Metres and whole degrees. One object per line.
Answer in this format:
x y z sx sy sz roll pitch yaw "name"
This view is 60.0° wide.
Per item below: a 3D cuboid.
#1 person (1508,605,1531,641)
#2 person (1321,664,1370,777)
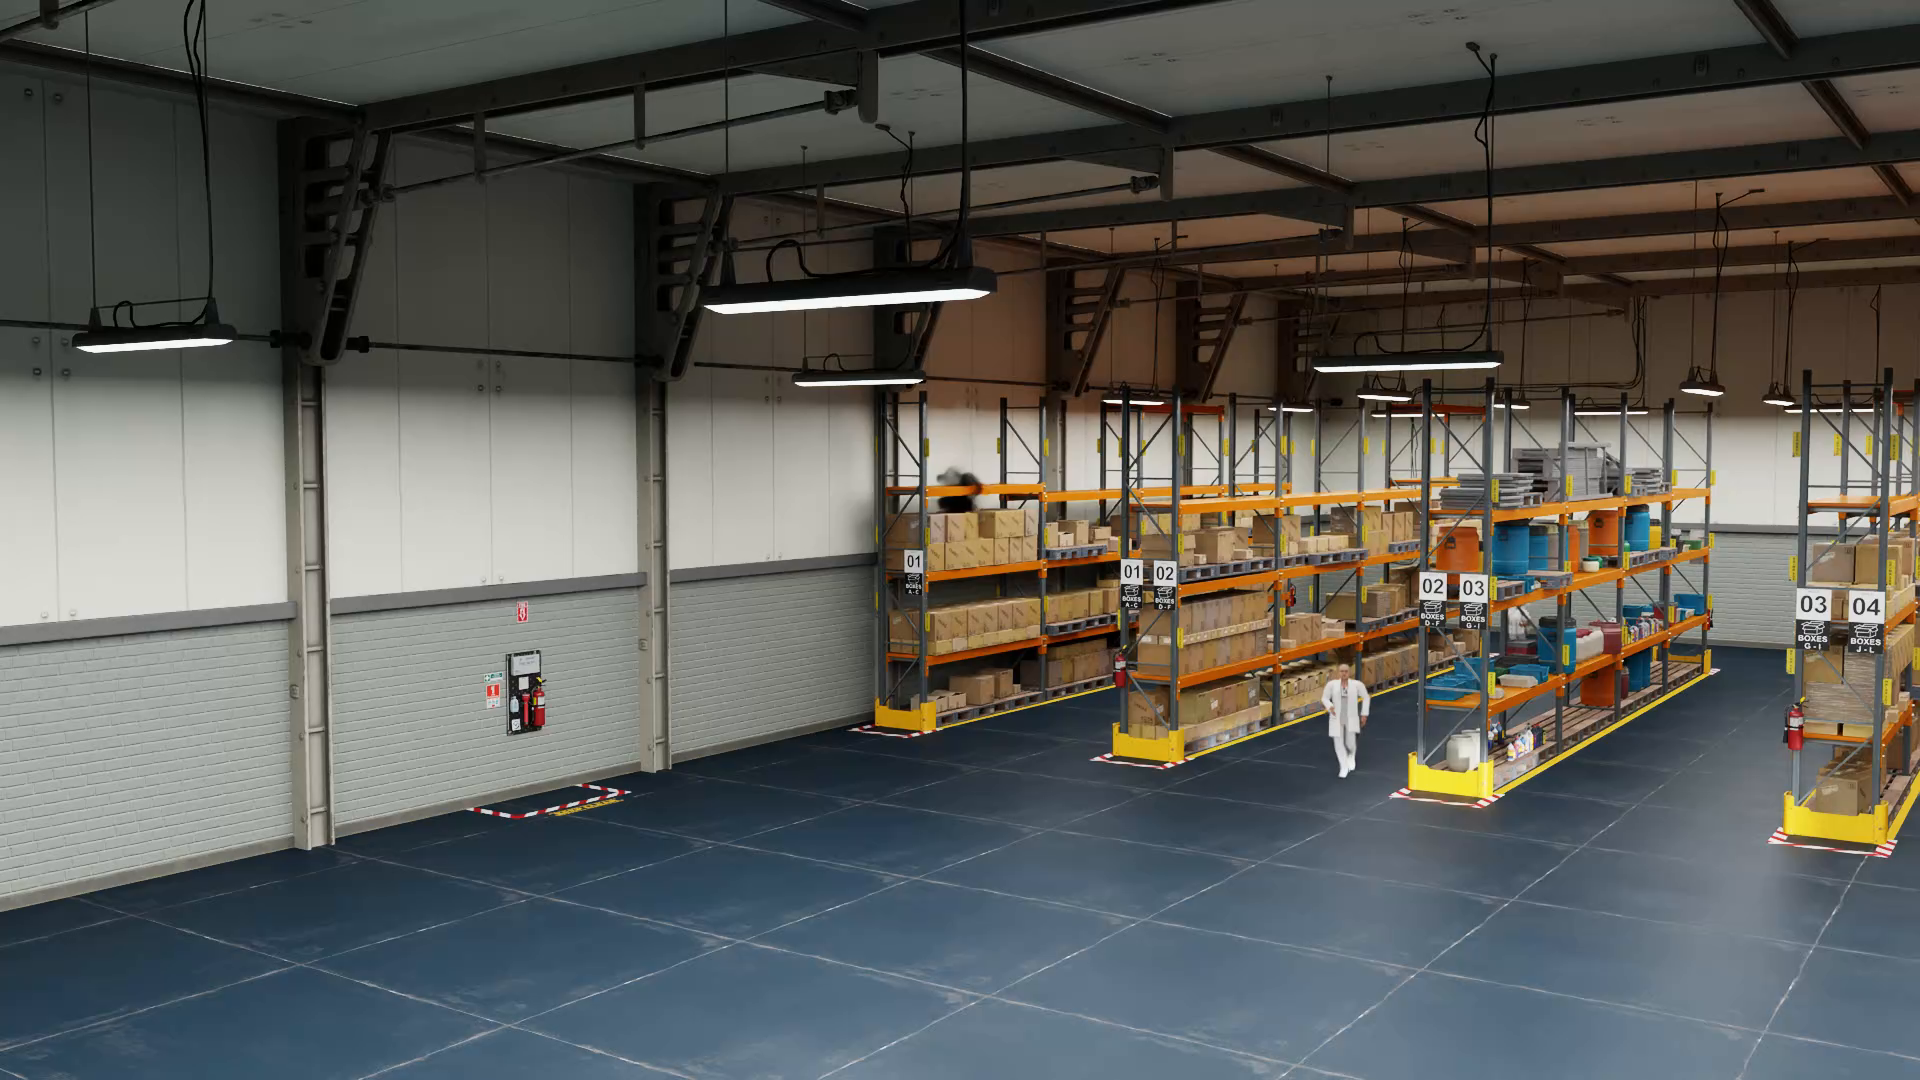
12.431 2.123 37.113 0.587 1.618 0.878 1 3 23 "person"
5.841 2.745 25.239 0.713 1.725 0.665 1 3 18 "person"
